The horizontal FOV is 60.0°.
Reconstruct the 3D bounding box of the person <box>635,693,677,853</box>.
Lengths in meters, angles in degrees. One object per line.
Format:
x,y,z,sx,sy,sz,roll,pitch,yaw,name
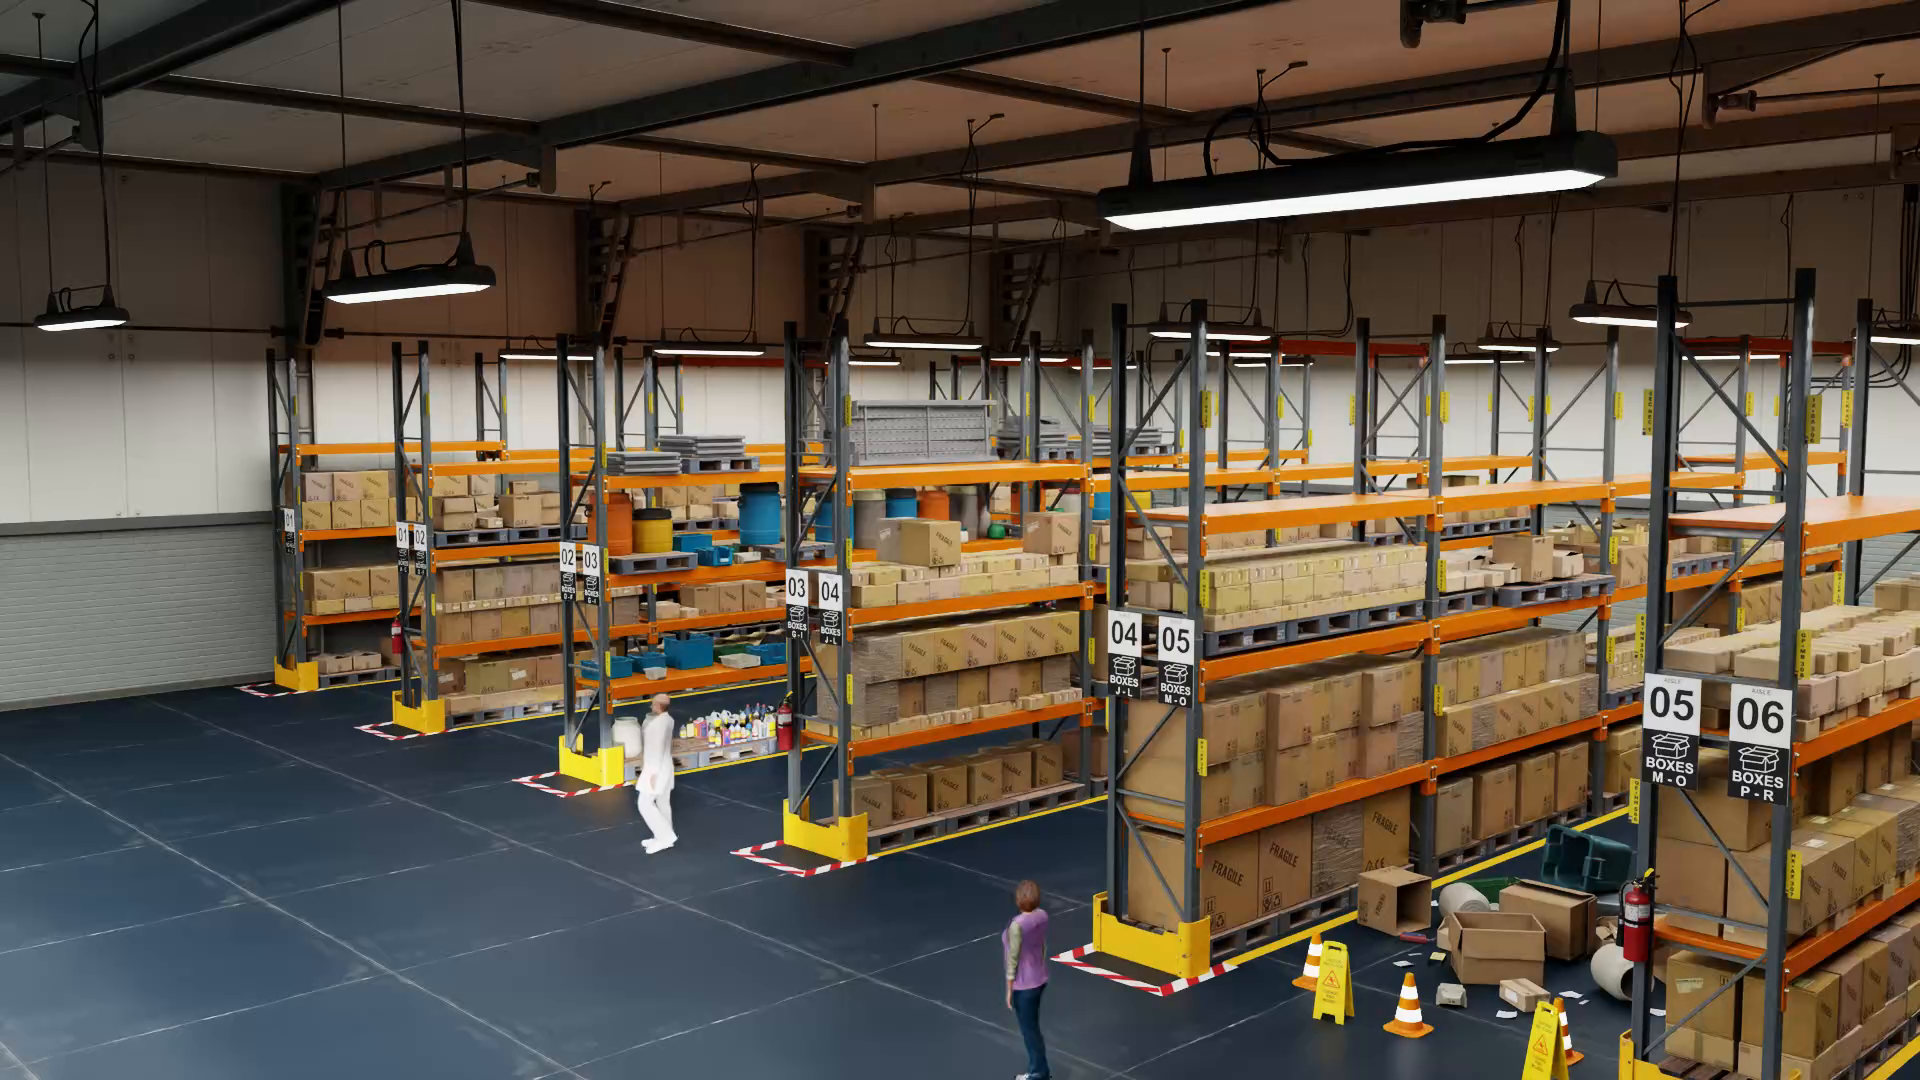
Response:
-3.429,2.633,18.905,0.468,1.783,0.632,0,5,5,person

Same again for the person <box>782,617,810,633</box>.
-3.355,1.386,34.407,0.553,1.596,0.952,4,7,41,person

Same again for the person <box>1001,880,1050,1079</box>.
0.506,3.315,12.334,0.363,1.607,0.493,2,5,21,person
